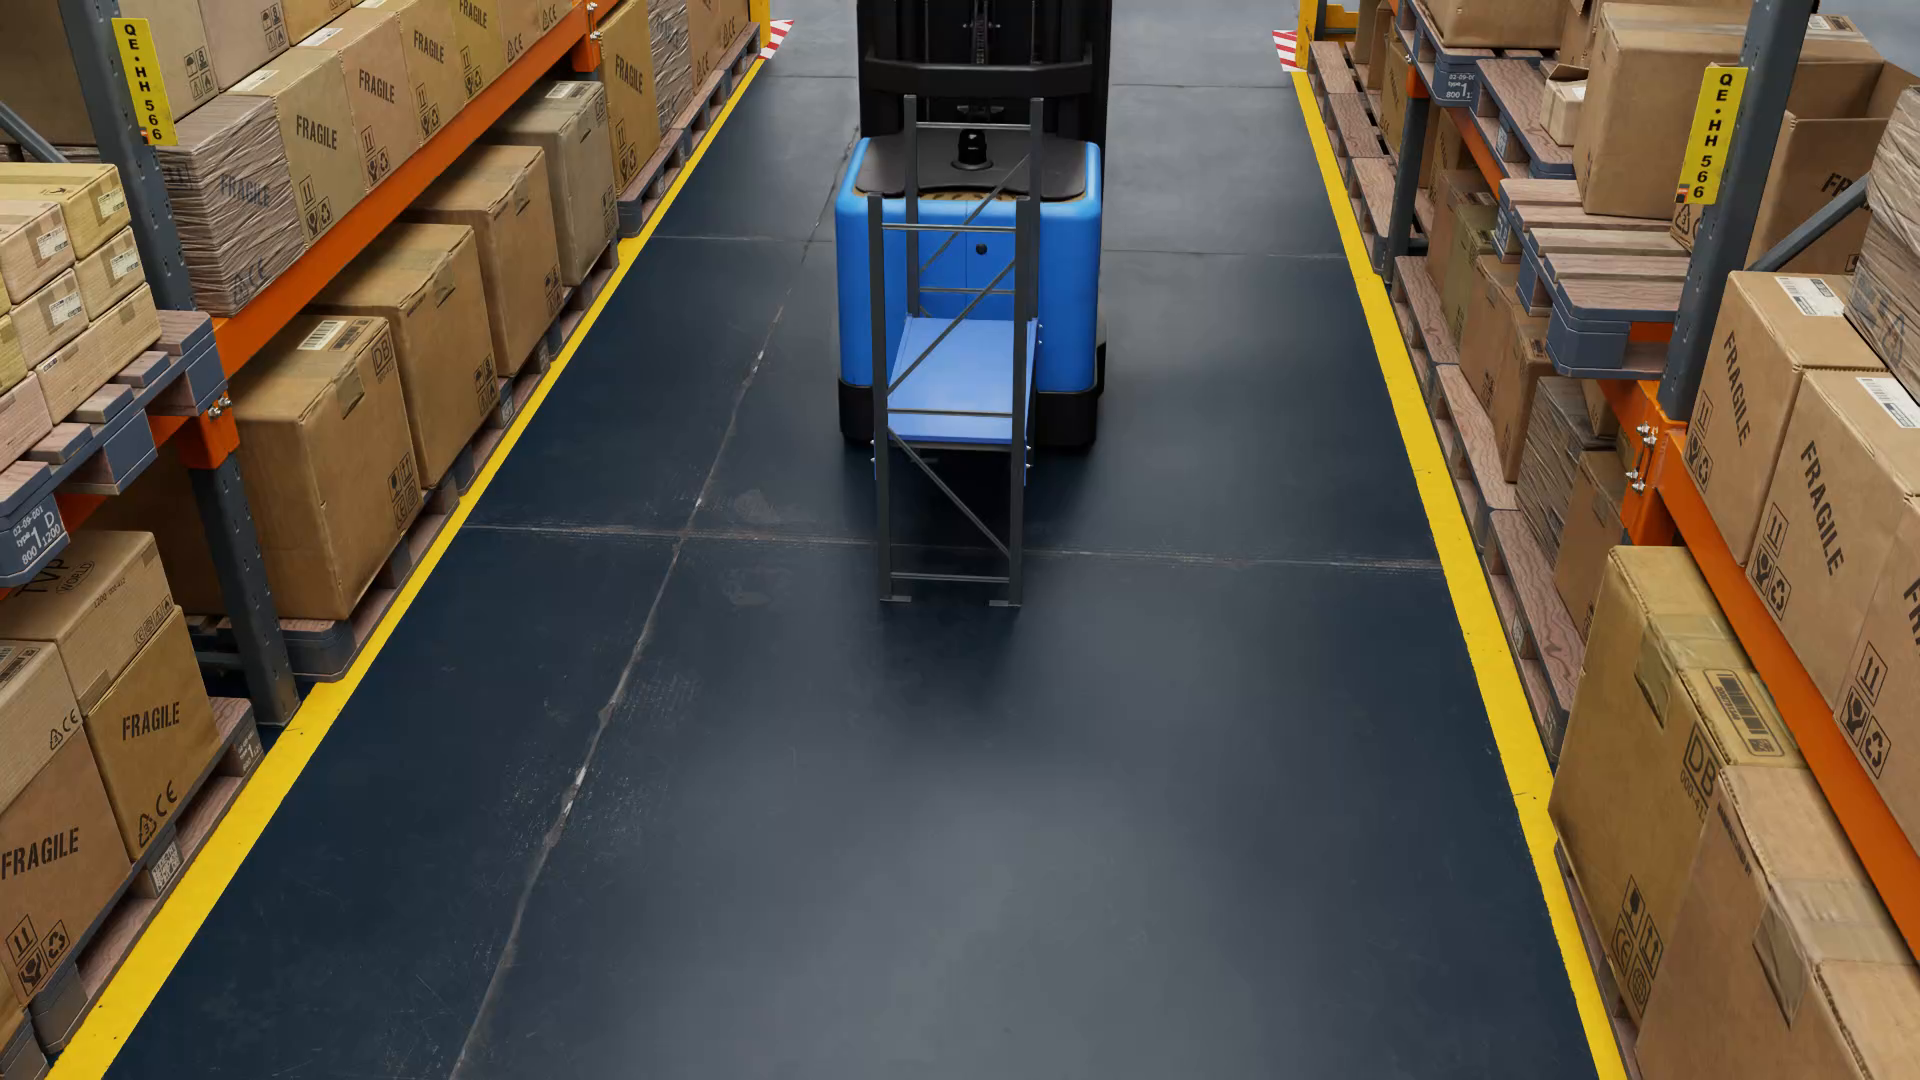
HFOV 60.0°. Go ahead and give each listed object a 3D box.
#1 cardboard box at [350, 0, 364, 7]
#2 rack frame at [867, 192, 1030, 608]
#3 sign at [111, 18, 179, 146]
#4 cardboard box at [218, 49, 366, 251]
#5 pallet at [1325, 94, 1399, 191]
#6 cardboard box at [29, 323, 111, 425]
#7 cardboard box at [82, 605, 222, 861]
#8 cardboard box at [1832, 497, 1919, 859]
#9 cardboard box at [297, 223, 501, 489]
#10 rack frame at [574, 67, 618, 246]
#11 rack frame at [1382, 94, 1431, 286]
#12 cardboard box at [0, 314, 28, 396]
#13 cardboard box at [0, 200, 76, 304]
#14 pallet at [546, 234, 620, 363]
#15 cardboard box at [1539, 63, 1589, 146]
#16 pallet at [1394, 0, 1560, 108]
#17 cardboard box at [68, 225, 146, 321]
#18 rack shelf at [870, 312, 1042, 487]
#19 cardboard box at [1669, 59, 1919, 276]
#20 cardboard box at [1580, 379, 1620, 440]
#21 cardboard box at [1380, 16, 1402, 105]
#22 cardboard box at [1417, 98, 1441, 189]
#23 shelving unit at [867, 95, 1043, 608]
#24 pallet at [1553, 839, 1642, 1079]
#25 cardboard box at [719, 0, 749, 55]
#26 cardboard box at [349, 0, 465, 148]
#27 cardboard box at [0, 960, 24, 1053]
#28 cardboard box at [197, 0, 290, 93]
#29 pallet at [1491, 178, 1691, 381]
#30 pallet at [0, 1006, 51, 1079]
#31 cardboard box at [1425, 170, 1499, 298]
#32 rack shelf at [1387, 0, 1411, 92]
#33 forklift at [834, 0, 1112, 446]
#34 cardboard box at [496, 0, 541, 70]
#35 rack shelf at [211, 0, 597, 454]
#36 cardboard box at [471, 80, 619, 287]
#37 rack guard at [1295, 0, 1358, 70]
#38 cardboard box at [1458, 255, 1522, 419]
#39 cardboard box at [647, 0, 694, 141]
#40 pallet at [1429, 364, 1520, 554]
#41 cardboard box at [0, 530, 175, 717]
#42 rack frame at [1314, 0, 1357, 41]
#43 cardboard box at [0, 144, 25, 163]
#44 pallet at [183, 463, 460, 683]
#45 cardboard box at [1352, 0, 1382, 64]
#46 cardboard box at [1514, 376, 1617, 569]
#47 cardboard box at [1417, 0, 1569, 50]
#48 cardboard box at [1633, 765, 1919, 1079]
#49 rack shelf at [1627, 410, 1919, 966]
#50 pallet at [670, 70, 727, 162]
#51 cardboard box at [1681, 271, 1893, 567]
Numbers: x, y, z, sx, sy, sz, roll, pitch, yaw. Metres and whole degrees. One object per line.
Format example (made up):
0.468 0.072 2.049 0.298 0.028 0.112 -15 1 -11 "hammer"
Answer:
-2.466 -2.233 5.966 0.700 0.500 0.500 2 32 3 "cardboard box"
-0.034 -0.417 5.498 0.500 1.500 0.032 2 32 4 "rack frame"
-2.091 -1.171 4.264 0.100 0.325 0.005 2 32 4 "sign"
-2.289 -1.262 5.344 0.500 0.500 0.500 2 32 4 "cardboard box"
2.744 -2.363 9.883 1.003 0.211 1.213 2 32 4 "pallet"
-2.237 -0.395 3.871 0.380 0.149 0.250 2 32 4 "cardboard box"
-2.426 0.510 4.545 0.500 0.500 0.500 2 32 4 "cardboard box"
1.914 0.272 2.854 0.500 0.500 0.500 2 32 3 "cardboard box"
-2.426 -0.723 6.309 1.050 0.750 0.750 3 32 5 "cardboard box"
-2.307 -2.822 7.970 1.000 3.000 0.127 2 32 4 "rack frame"
2.628 -2.557 7.541 1.000 3.000 0.127 2 32 4 "rack frame"
-2.258 -0.374 3.553 0.380 0.149 0.250 3 32 5 "cardboard box"
-2.239 -0.648 3.715 0.380 0.149 0.250 2 32 3 "cardboard box"
-2.295 -1.228 8.042 1.003 0.211 1.213 2 32 4 "pallet"
2.169 -1.471 5.505 0.396 0.266 0.258 2 32 3 "cardboard box"
2.421 -2.082 6.953 1.003 0.211 1.213 2 32 4 "pallet"
-2.219 -0.651 4.003 0.380 0.149 0.250 3 32 5 "cardboard box"
0.007 -0.530 6.023 0.538 0.185 1.000 2 32 4 "rack shelf"
2.306 -0.971 4.471 0.500 0.500 0.500 -1 32 -2 "cardboard box"
2.360 -0.538 5.512 0.500 0.250 0.500 6 32 10 "cardboard box"
2.802 -2.797 9.912 0.500 0.500 0.500 5 32 9 "cardboard box"
2.740 -2.179 8.909 0.500 0.500 0.500 13 34 19 "cardboard box"
0.007 -0.683 5.929 0.538 1.500 1.048 2 32 4 "shelving unit"
2.163 1.130 4.215 1.003 0.211 1.213 2 32 4 "pallet"
-1.971 -3.830 11.231 0.875 0.875 0.875 3 32 4 "cardboard box"
-2.204 -1.786 6.194 0.500 0.500 0.500 2 32 3 "cardboard box"
-2.499 1.059 3.655 0.500 0.500 0.500 1 32 2 "cardboard box"
-2.547 -1.698 5.097 0.700 0.500 0.500 2 32 3 "cardboard box"
2.254 -0.761 4.809 1.213 0.211 1.003 2 32 4 "pallet"
-2.800 1.501 3.612 1.003 0.211 1.213 2 32 4 "pallet"
2.557 -1.360 7.562 0.700 0.500 0.500 0 32 0 "cardboard box"
2.791 -3.297 9.426 1.077 0.370 4.000 2 32 4 "rack shelf"
0.119 -2.373 7.306 1.130 2.935 3.031 2 32 3 "forklift"
-2.124 -2.316 7.054 0.500 0.500 0.500 2 32 3 "cardboard box"
-2.470 -1.470 6.462 1.077 0.370 4.000 2 32 4 "rack shelf"
-2.268 -1.715 7.917 1.050 0.750 0.750 2 32 4 "cardboard box"
2.948 -3.545 11.526 1.175 0.500 0.348 2 32 4 "rack guard"
2.454 -0.819 6.683 0.700 0.500 0.500 0 32 0 "cardboard box"
-2.117 -2.894 9.711 0.875 0.875 0.875 3 32 4 "cardboard box"
2.469 -0.323 6.574 1.003 0.211 1.213 2 32 4 "pallet"
-2.427 0.205 4.327 0.500 0.250 0.500 2 32 3 "cardboard box"
2.954 -4.649 10.935 1.000 3.000 0.127 2 32 4 "rack frame"
-2.864 -1.020 4.951 0.500 0.500 0.500 2 32 4 "cardboard box"
-2.494 0.048 5.971 1.003 0.211 1.213 2 32 4 "pallet"
2.886 -3.438 10.952 0.500 0.500 0.500 8 33 13 "cardboard box"
2.369 -0.231 5.728 0.700 0.500 0.500 0 32 0 "cardboard box"
2.424 -2.582 6.609 1.000 1.000 1.000 3 32 4 "cardboard box"
2.145 1.086 3.254 1.225 0.875 0.875 3 32 4 "cardboard box"
2.140 0.886 2.638 1.077 0.370 4.000 2 32 4 "rack shelf"
-2.071 -2.669 10.380 1.003 0.211 1.213 2 32 4 "pallet"
1.992 -0.266 3.727 0.500 0.500 0.500 3 32 5 "cardboard box"
